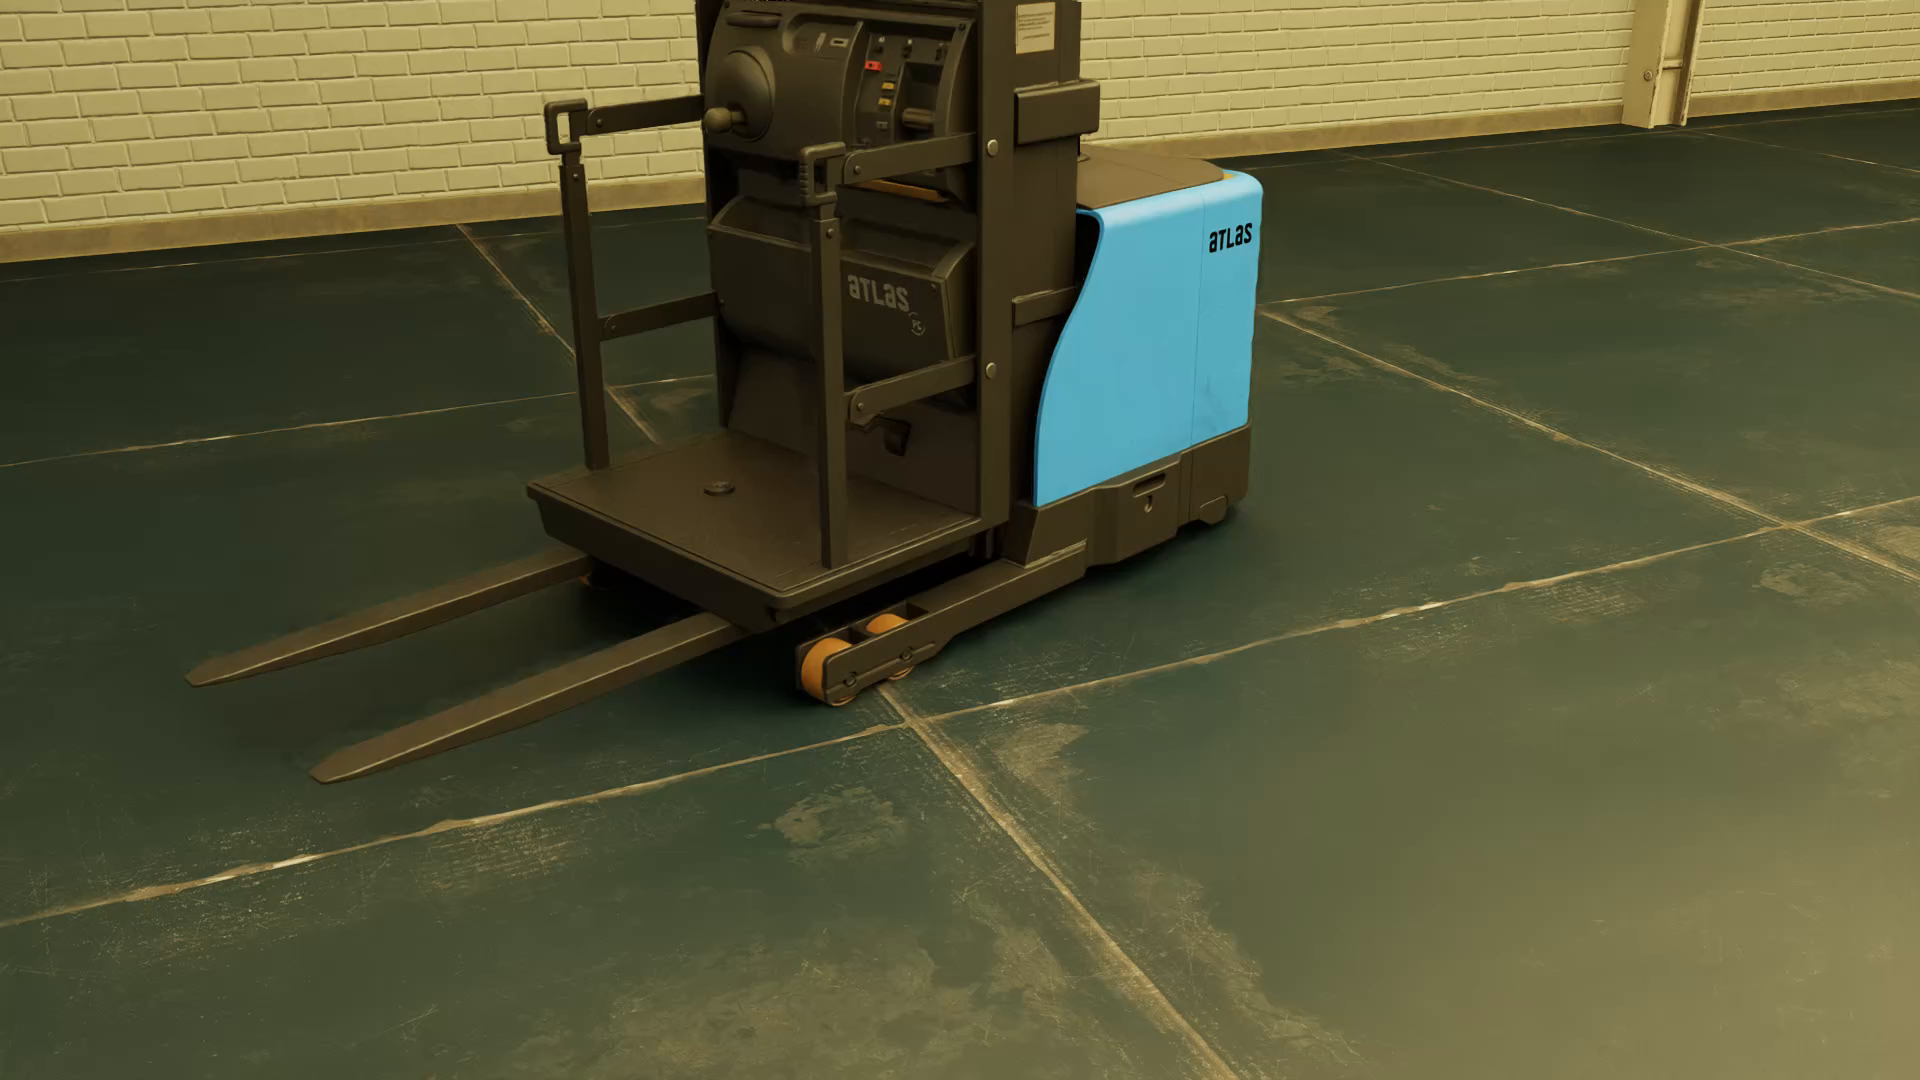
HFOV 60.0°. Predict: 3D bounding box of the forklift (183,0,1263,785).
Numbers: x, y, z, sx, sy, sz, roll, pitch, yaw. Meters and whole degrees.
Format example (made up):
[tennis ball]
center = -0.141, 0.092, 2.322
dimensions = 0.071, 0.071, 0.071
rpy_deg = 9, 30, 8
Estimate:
[forklift]
center = -0.474, -1.165, 4.090
dimensions = 1.130, 2.935, 3.031
rpy_deg = 20, 30, 40
